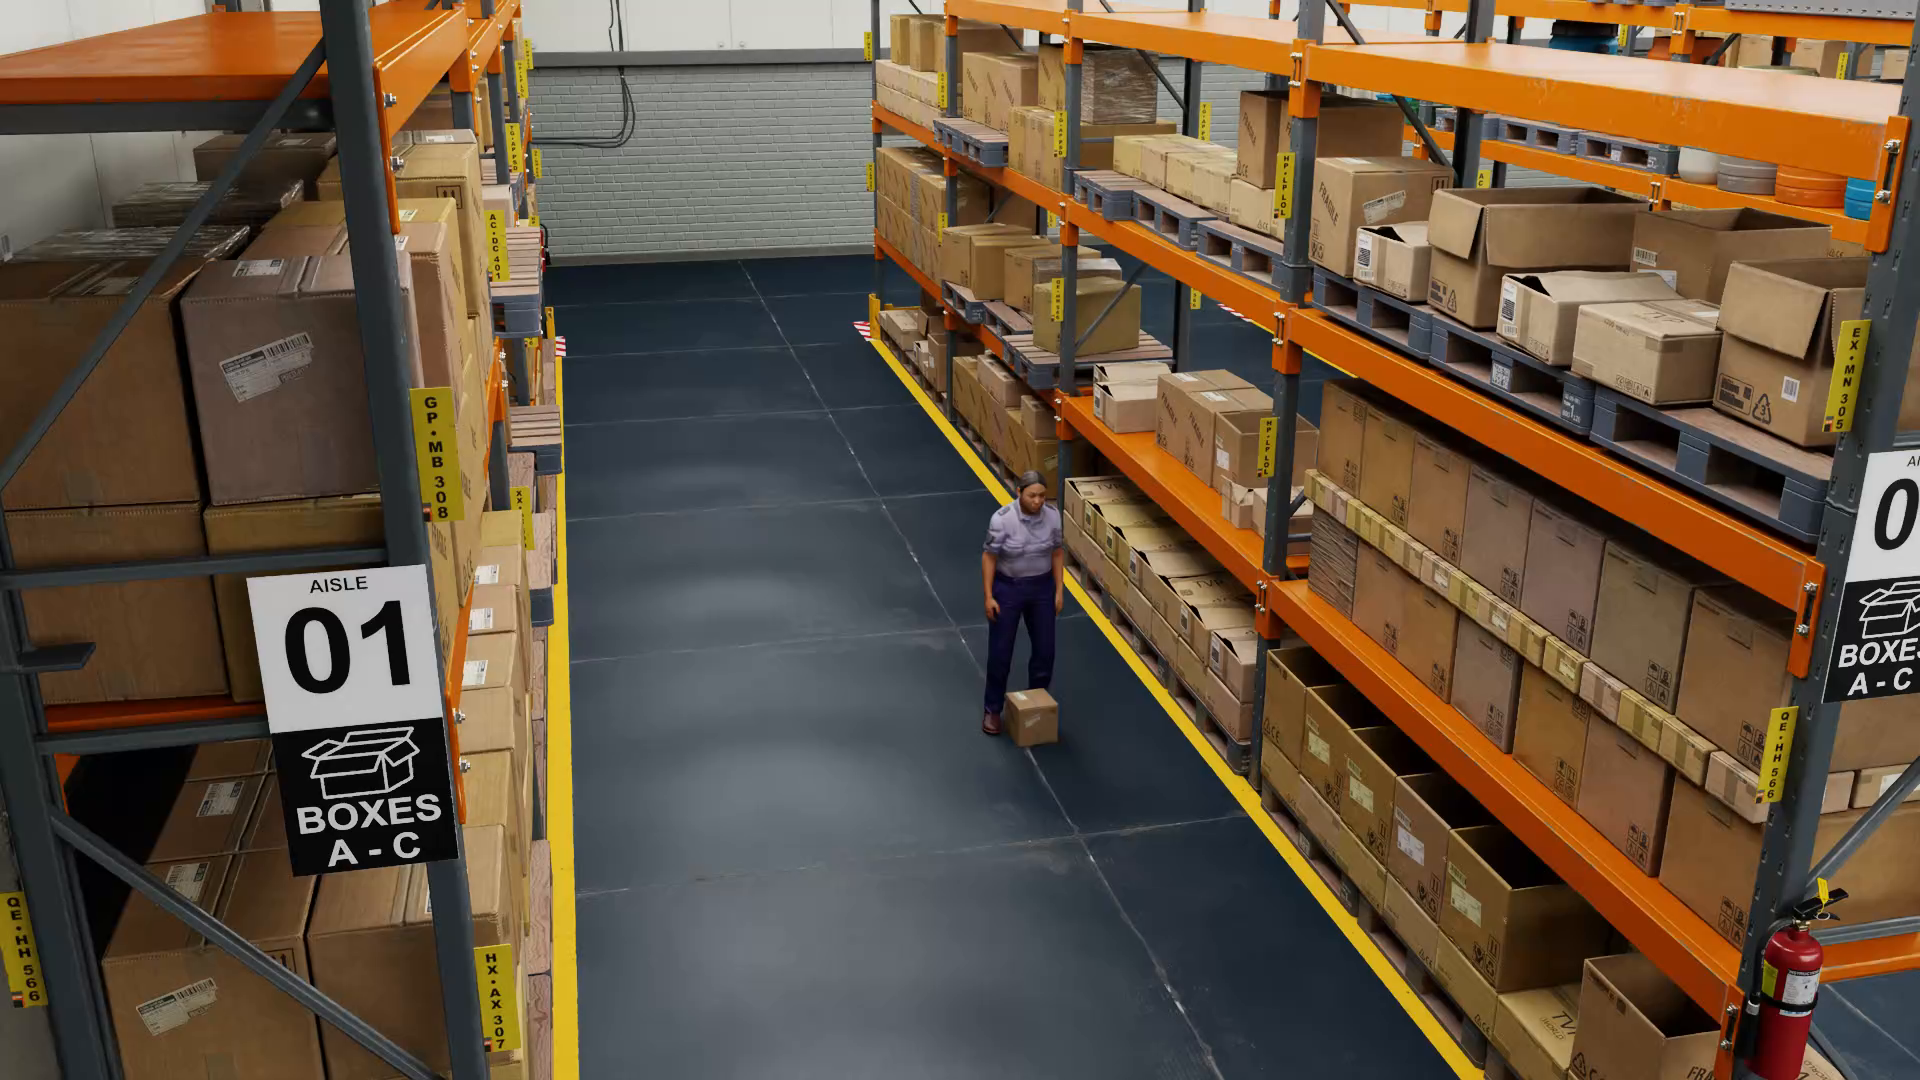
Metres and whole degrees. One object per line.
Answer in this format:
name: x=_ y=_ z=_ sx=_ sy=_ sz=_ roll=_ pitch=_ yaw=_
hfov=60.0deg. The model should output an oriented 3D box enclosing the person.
person: x=0.386 y=0.355 z=10.096 sx=0.549 sy=1.650 sz=0.425 roll=-5 pitch=20 yaw=-15
